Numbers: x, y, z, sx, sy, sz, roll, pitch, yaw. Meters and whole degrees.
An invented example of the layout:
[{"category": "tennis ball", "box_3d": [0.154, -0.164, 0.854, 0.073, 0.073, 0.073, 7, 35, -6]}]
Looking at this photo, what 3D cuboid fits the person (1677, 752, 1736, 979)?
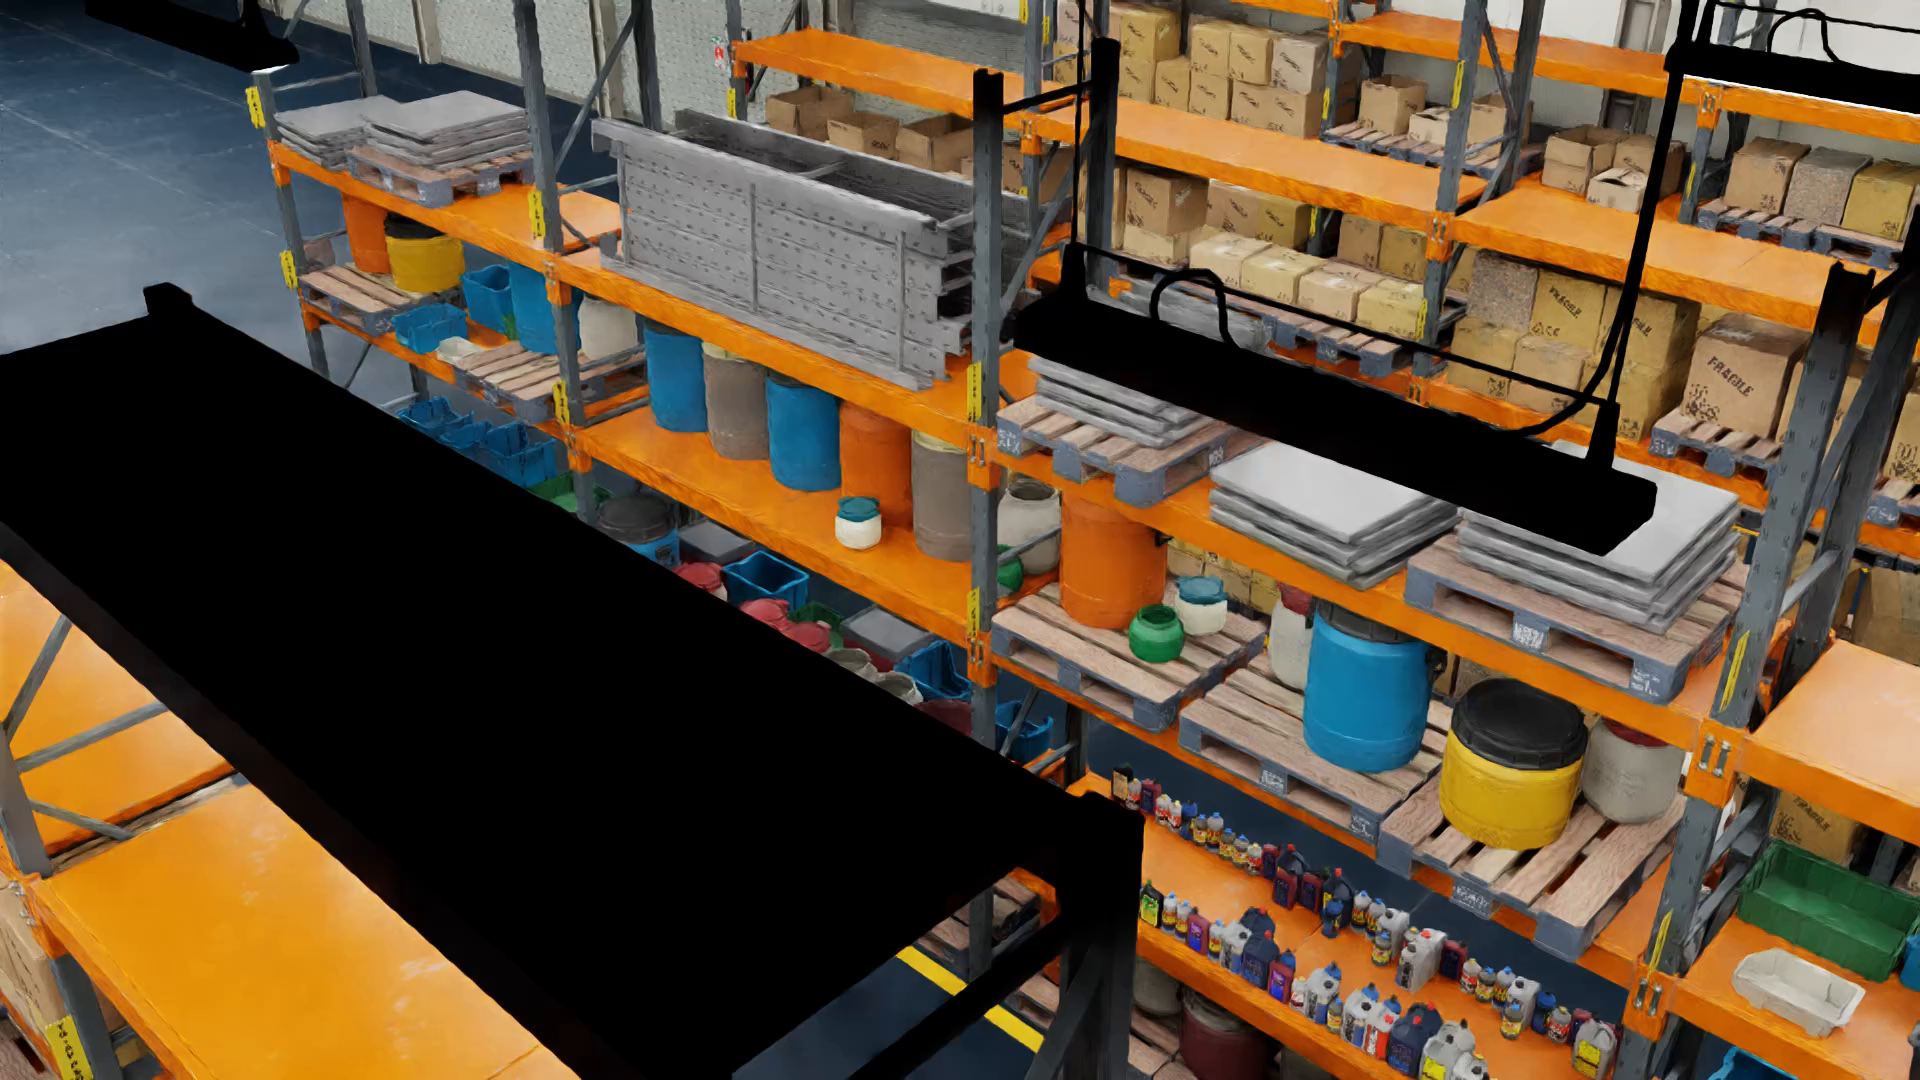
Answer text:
[{"category": "person", "box_3d": [4.715, 2.121, 10.742, 0.578, 1.714, 0.719, 23, 37, 35]}]
